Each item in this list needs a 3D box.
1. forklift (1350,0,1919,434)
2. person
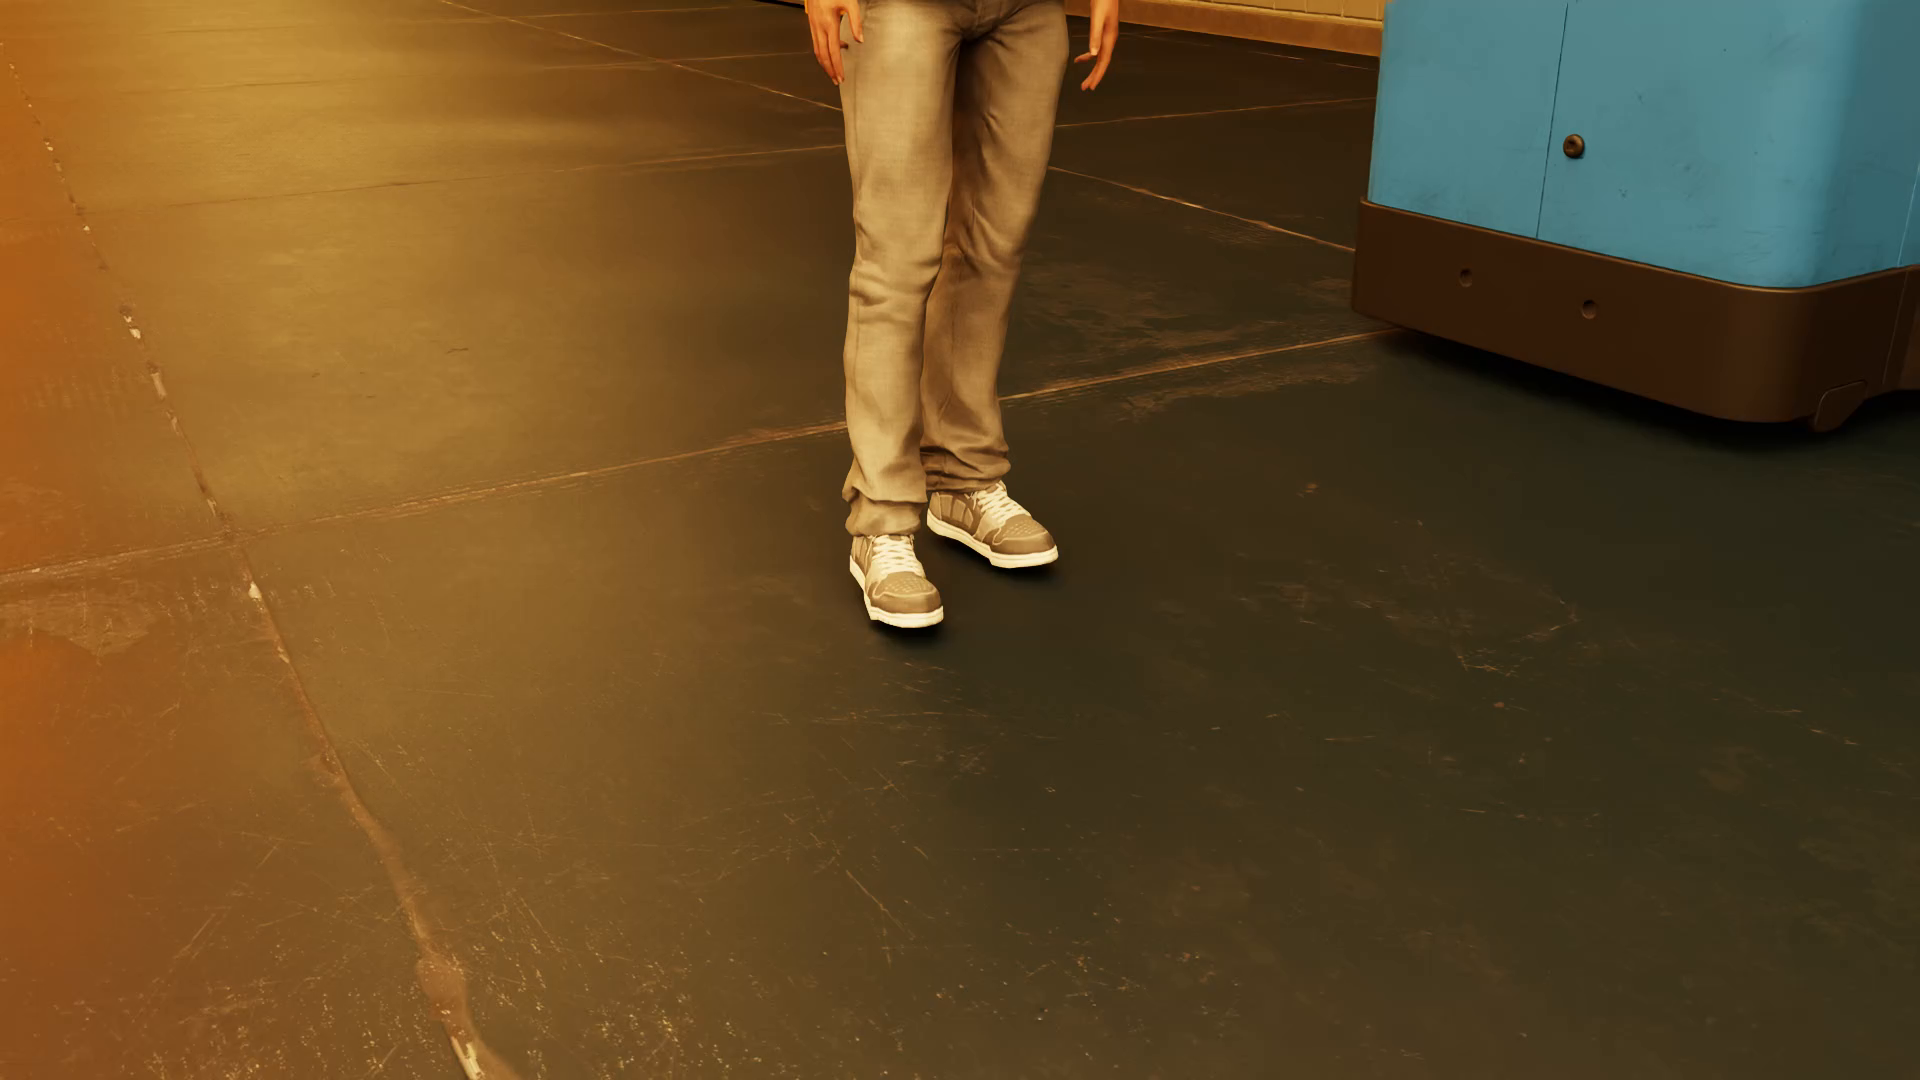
[{"bbox_3d":[2.388,-1.957,3.543,3.031,2.935,1.130,-14,26,-30],"label":"forklift"},{"bbox_3d":[0.025,-0.719,2.263,0.519,1.598,0.474,-12,25,-28],"label":"person"}]
